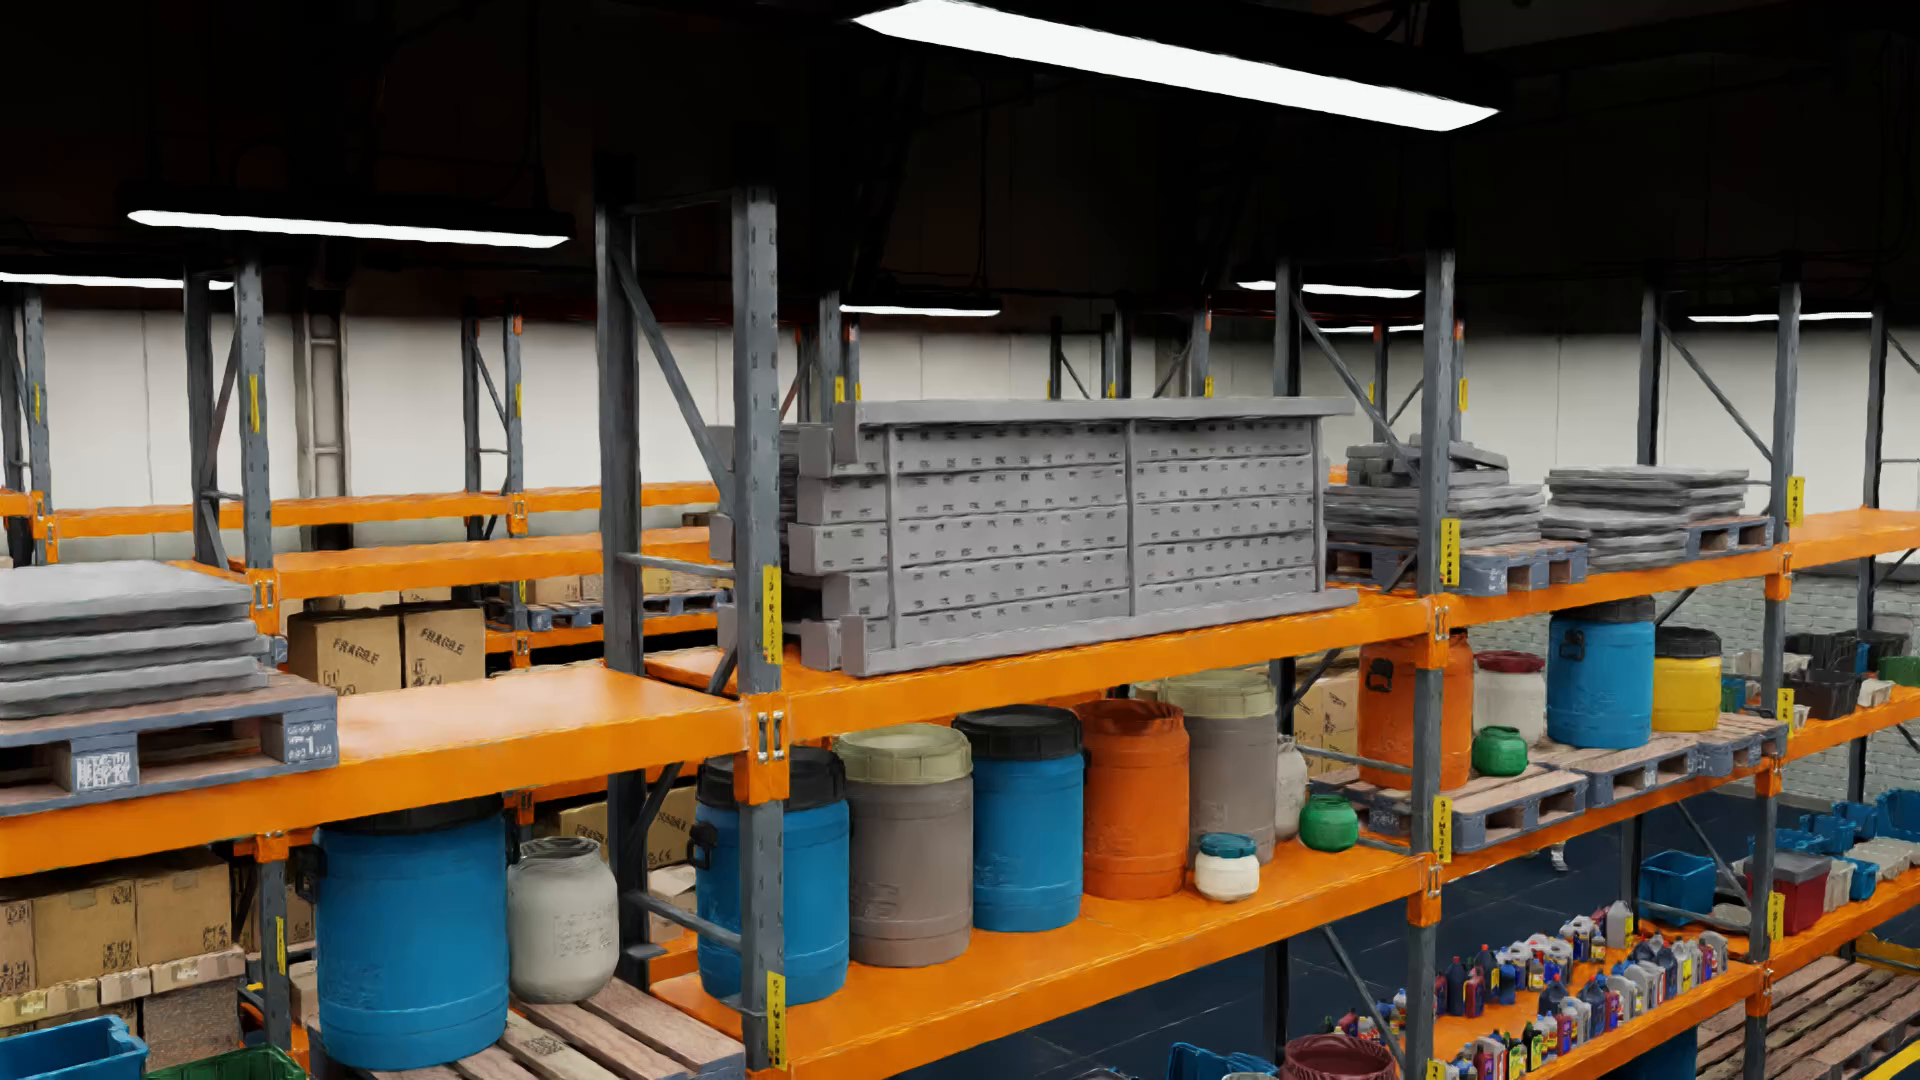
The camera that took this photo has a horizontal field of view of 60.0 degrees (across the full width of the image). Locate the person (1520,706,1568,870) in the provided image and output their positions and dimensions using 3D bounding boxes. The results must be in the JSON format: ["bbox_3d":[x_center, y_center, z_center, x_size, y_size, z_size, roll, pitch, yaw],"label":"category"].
[{"bbox_3d":[6.252,2.616,17.797,0.678,1.732,0.752,3,6,27],"label":"person"}]
